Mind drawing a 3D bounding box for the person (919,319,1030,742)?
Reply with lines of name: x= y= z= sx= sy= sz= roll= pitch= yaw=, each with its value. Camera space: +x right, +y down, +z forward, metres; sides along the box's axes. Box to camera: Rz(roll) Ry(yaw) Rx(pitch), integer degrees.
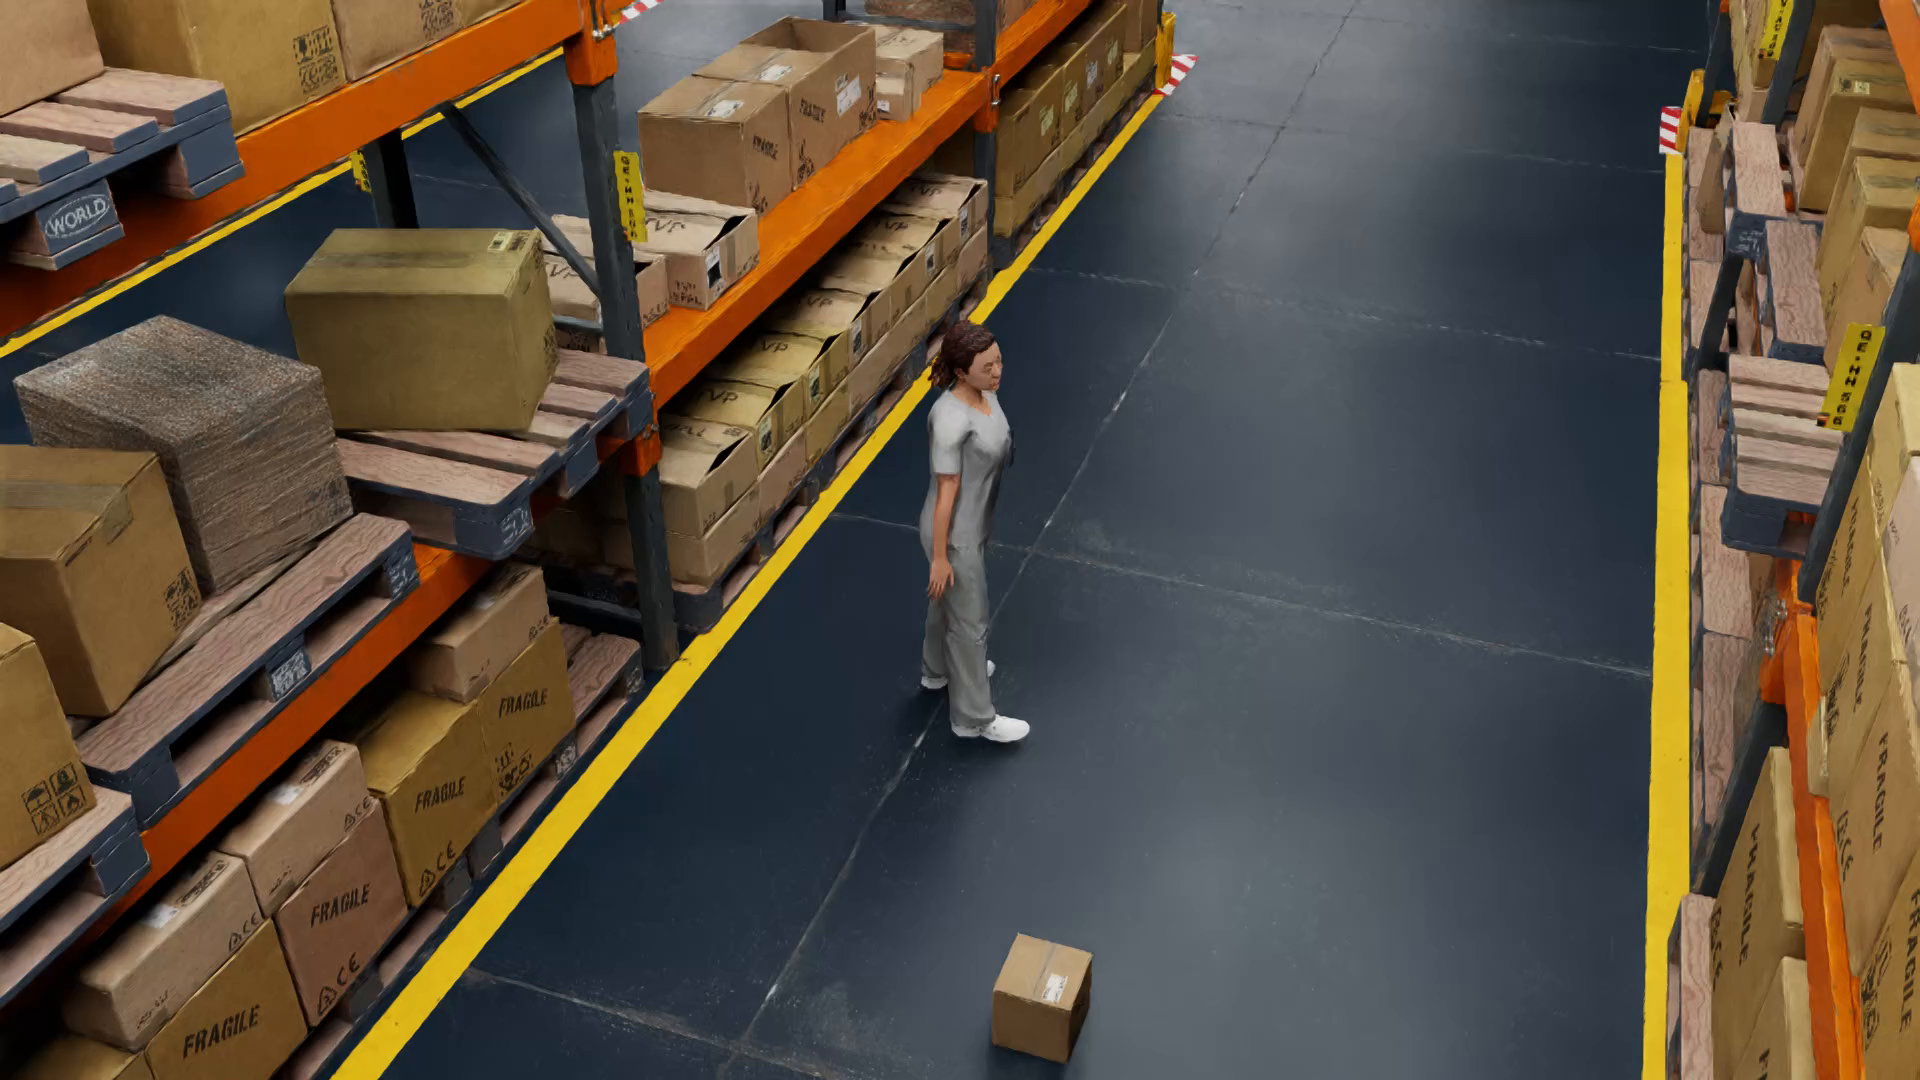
person: x=0.052 y=-0.019 z=6.123 sx=0.517 sy=1.673 sz=0.616 roll=9 pitch=34 yaw=13
